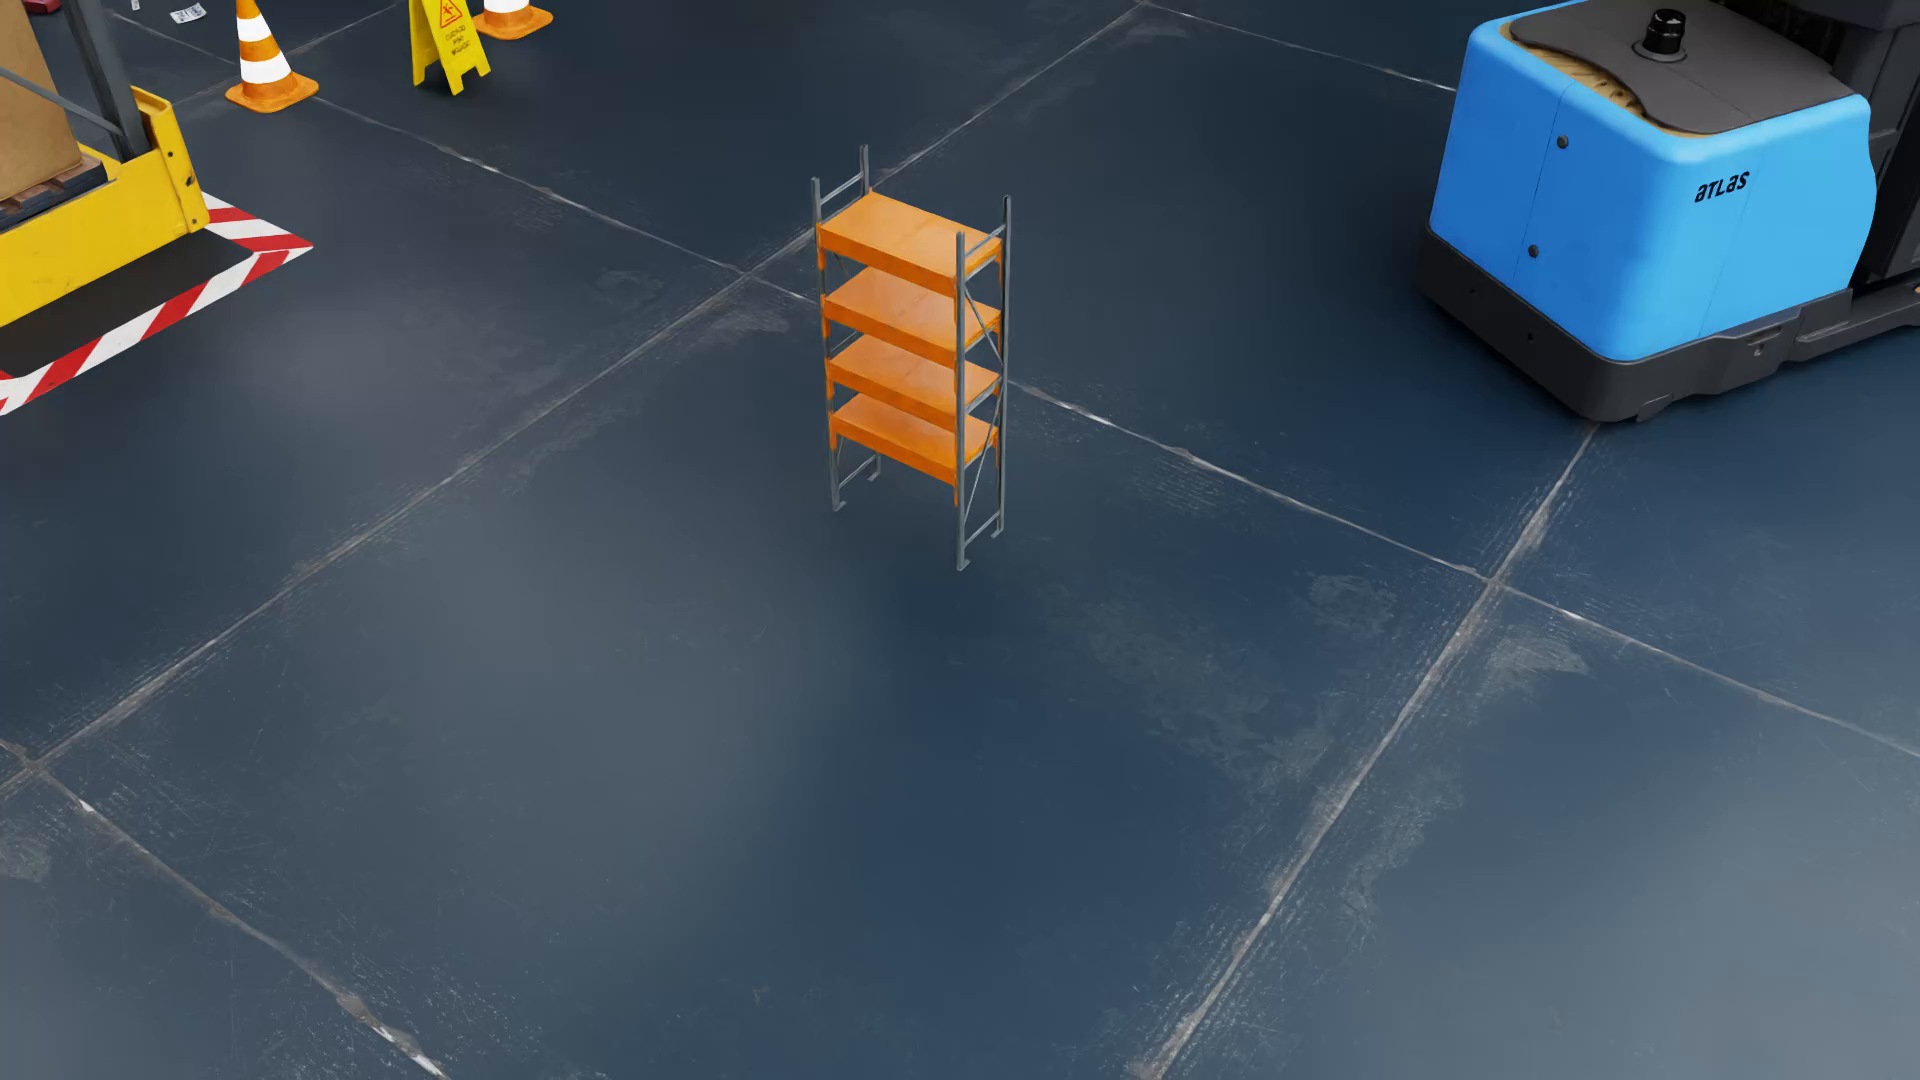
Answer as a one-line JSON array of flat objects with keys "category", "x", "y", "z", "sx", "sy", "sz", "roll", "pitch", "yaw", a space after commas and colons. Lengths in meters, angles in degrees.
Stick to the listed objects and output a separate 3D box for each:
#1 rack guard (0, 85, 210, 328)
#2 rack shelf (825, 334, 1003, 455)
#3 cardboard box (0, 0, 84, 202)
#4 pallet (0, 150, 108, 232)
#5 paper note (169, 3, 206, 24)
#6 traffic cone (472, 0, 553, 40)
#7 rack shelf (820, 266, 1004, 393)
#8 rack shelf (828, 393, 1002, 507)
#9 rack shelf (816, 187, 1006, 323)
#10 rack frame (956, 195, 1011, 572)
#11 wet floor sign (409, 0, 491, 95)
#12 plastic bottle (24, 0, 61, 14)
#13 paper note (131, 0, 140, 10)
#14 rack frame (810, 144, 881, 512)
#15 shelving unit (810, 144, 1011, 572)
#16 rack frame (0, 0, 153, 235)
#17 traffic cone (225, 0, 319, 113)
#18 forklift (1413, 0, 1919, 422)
[{"category": "rack guard", "x": -3.463, "y": -1.220, "z": 6.238, "sx": 0.348, "sy": 0.500, "sz": 1.175, "roll": 25, "pitch": 48, "yaw": 25}, {"category": "rack shelf", "x": -0.136, "y": -0.460, "z": 4.966, "sx": 0.480, "sy": 0.148, "sz": 0.258, "roll": 25, "pitch": 48, "yaw": 25}, {"category": "cardboard box", "x": -4.076, "y": -1.749, "z": 6.233, "sx": 0.875, "sy": 0.875, "sz": 0.875, "roll": 25, "pitch": 48, "yaw": 26}, {"category": "pallet", "x": -4.183, "y": -1.385, "z": 6.639, "sx": 1.213, "sy": 0.211, "sz": 1.003, "roll": 25, "pitch": 48, "yaw": 25}, {"category": "paper note", "x": -3.758, "y": -2.565, "z": 8.095, "sx": 0.144, "sy": 0.017, "sz": 0.142, "roll": -25, "pitch": 48, "yaw": -25}, {"category": "traffic cone", "x": -2.175, "y": -2.680, "z": 7.898, "sx": 0.334, "sy": 0.463, "sz": 0.336, "roll": 25, "pitch": 48, "yaw": 25}, {"category": "rack shelf", "x": -0.136, "y": -0.627, "z": 4.816, "sx": 0.480, "sy": 0.148, "sz": 0.258, "roll": 25, "pitch": 48, "yaw": 25}, {"category": "rack shelf", "x": -0.136, "y": -0.312, "z": 5.098, "sx": 0.480, "sy": 0.148, "sz": 0.258, "roll": 25, "pitch": 48, "yaw": 25}, {"category": "rack shelf", "x": -0.136, "y": -0.803, "z": 4.659, "sx": 0.480, "sy": 0.148, "sz": 0.258, "roll": 25, "pitch": 48, "yaw": 25}, {"category": "rack frame", "x": 0.064, "y": -0.417, "z": 4.816, "sx": 0.015, "sy": 1.200, "sz": 0.240, "roll": 25, "pitch": 48, "yaw": 25}, {"category": "wet floor sign", "x": -2.322, "y": -2.353, "z": 7.396, "sx": 0.232, "sy": 0.644, "sz": 0.267, "roll": 17, "pitch": 45, "yaw": 18}, {"category": "plastic bottle", "x": -4.467, "y": -2.684, "z": 8.204, "sx": 0.133, "sy": 0.061, "sz": 0.283, "roll": 10, "pitch": 43, "yaw": 11}, {"category": "paper note", "x": -4.060, "y": -2.636, "z": 8.188, "sx": 0.032, "sy": 0.001, "sz": 0.123, "roll": -17, "pitch": 45, "yaw": -18}, {"category": "rack frame", "x": -0.335, "y": -0.604, "z": 5.025, "sx": 0.015, "sy": 1.200, "sz": 0.240, "roll": 25, "pitch": 48, "yaw": 25}, {"category": "shelving unit", "x": -0.136, "y": -0.511, "z": 4.921, "sx": 0.503, "sy": 1.200, "sz": 0.258, "roll": 25, "pitch": 48, "yaw": 25}, {"category": "rack frame", "x": -3.483, "y": -2.160, "z": 5.415, "sx": 0.127, "sy": 3.000, "sz": 1.000, "roll": 25, "pitch": 48, "yaw": 25}, {"category": "traffic cone", "x": -3.102, "y": -2.194, "z": 7.355, "sx": 0.334, "sy": 0.463, "sz": 0.336, "roll": 25, "pitch": 48, "yaw": 25}, {"category": "forklift", "x": 3.249, "y": -2.173, "z": 5.481, "sx": 3.031, "sy": 2.935, "sz": 1.130, "roll": -18, "pitch": 45, "yaw": -19}]
